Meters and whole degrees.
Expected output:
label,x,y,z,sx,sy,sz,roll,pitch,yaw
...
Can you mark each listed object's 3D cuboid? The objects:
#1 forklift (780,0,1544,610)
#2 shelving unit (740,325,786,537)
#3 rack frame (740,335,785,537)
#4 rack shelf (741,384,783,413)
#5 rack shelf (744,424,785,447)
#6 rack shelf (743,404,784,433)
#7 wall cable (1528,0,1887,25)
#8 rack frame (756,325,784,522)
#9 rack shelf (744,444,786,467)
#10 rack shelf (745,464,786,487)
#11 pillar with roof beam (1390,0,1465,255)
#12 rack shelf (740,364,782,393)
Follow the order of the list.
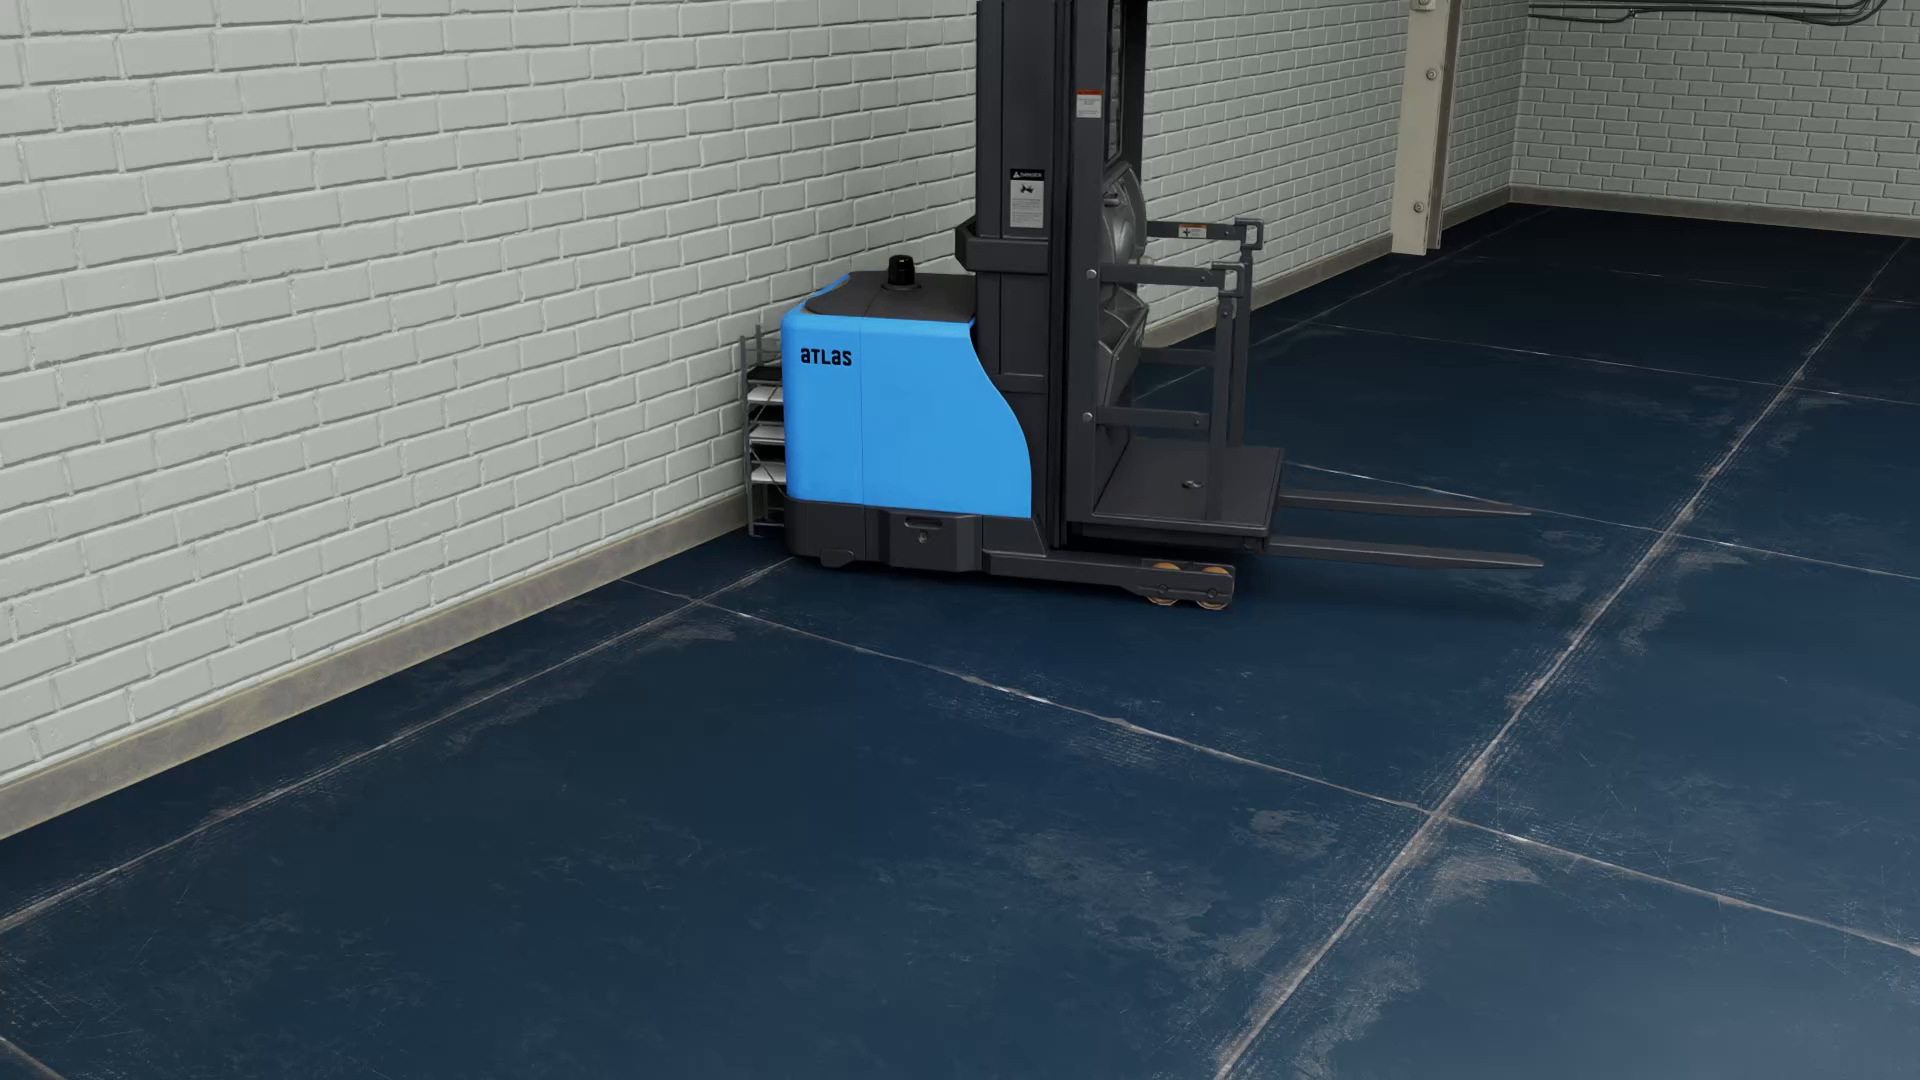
label,x,y,z,sx,sy,sz,roll,pitch,yaw
forklift,0.840,-1.304,6.565,3.031,2.935,1.130,5,21,13
shelving unit,-0.787,-0.465,7.226,0.258,0.900,0.210,4,21,12
rack frame,-0.809,-0.431,7.133,0.240,0.900,0.006,4,21,12
rack shelf,-0.787,-0.603,7.175,0.258,0.077,0.200,4,21,12
rack shelf,-0.787,-0.434,7.237,0.258,0.077,0.200,4,21,12
rack shelf,-0.787,-0.518,7.206,0.258,0.077,0.200,4,21,12
wall cable,6.503,-5.752,14.319,3.097,2.526,0.112,13,24,32
rack frame,-0.765,-0.500,7.319,0.240,0.900,0.006,4,21,12
rack shelf,-0.787,-0.350,7.269,0.258,0.077,0.200,4,21,12
rack shelf,-0.787,-0.265,7.300,0.258,0.077,0.200,4,21,12
pillar with roof beam,7.314,-5.781,9.923,9.100,9.000,0.400,13,24,32
rack shelf,-0.787,-0.687,7.144,0.258,0.077,0.200,4,21,12
